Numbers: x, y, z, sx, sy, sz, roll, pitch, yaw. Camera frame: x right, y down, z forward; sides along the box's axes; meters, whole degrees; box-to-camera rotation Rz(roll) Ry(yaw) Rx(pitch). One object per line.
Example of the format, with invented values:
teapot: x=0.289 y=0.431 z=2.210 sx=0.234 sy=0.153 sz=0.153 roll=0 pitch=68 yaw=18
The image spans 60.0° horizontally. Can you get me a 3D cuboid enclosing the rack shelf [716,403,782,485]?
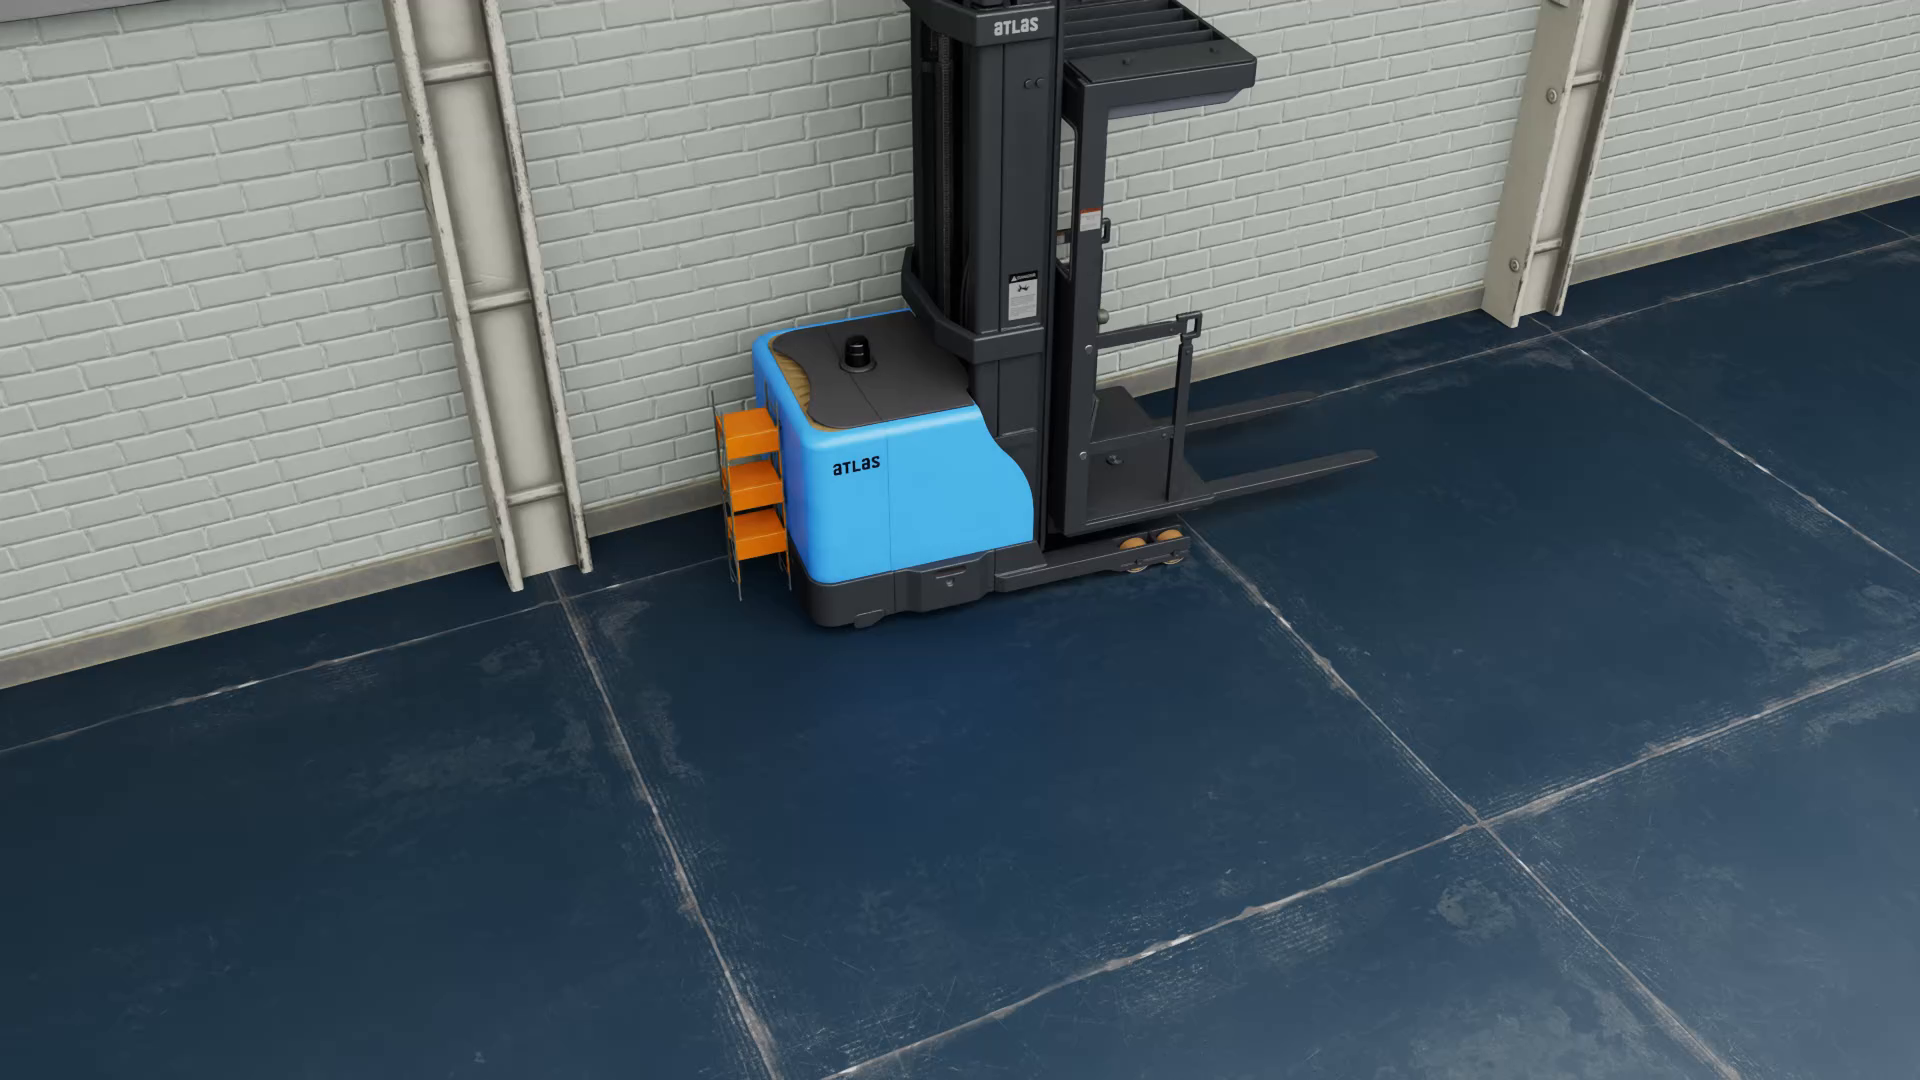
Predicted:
rack shelf: x=-0.955 y=-0.434 z=7.496 sx=0.240 sy=0.259 sz=0.215 roll=-12 pitch=38 yaw=-16

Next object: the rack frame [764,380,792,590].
rack frame: x=-0.840 y=-0.239 z=7.692 sx=0.008 sy=1.050 sz=0.200 roll=-12 pitch=38 yaw=-16

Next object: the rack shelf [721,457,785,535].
rack shelf: x=-0.955 y=-0.206 z=7.665 sx=0.240 sy=0.259 sz=0.215 roll=-12 pitch=38 yaw=-16

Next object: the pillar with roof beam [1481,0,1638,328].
pillar with roof beam: x=5.242 y=-2.696 z=4.331 sx=0.400 sy=9.000 sz=9.100 roll=-16 pitch=39 yaw=-20

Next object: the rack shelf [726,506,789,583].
rack shelf: x=-0.955 y=0.017 z=7.830 sx=0.240 sy=0.259 sz=0.215 roll=-12 pitch=38 yaw=-16

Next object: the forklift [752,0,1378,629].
forklift: x=0.591 y=-1.304 z=7.548 sx=3.031 sy=2.935 sz=1.130 roll=-12 pitch=38 yaw=-16

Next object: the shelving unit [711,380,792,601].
shelving unit: x=-0.955 y=-0.215 z=7.658 sx=0.252 sy=1.050 sz=0.215 roll=-12 pitch=38 yaw=-16

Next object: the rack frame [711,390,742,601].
rack frame: x=-1.070 y=-0.190 z=7.625 sx=0.008 sy=1.050 sz=0.200 roll=-12 pitch=38 yaw=-16

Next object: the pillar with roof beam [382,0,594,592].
pillar with roof beam: x=-0.189 y=-1.177 z=2.283 sx=0.400 sy=9.000 sz=9.100 roll=-16 pitch=39 yaw=-20
